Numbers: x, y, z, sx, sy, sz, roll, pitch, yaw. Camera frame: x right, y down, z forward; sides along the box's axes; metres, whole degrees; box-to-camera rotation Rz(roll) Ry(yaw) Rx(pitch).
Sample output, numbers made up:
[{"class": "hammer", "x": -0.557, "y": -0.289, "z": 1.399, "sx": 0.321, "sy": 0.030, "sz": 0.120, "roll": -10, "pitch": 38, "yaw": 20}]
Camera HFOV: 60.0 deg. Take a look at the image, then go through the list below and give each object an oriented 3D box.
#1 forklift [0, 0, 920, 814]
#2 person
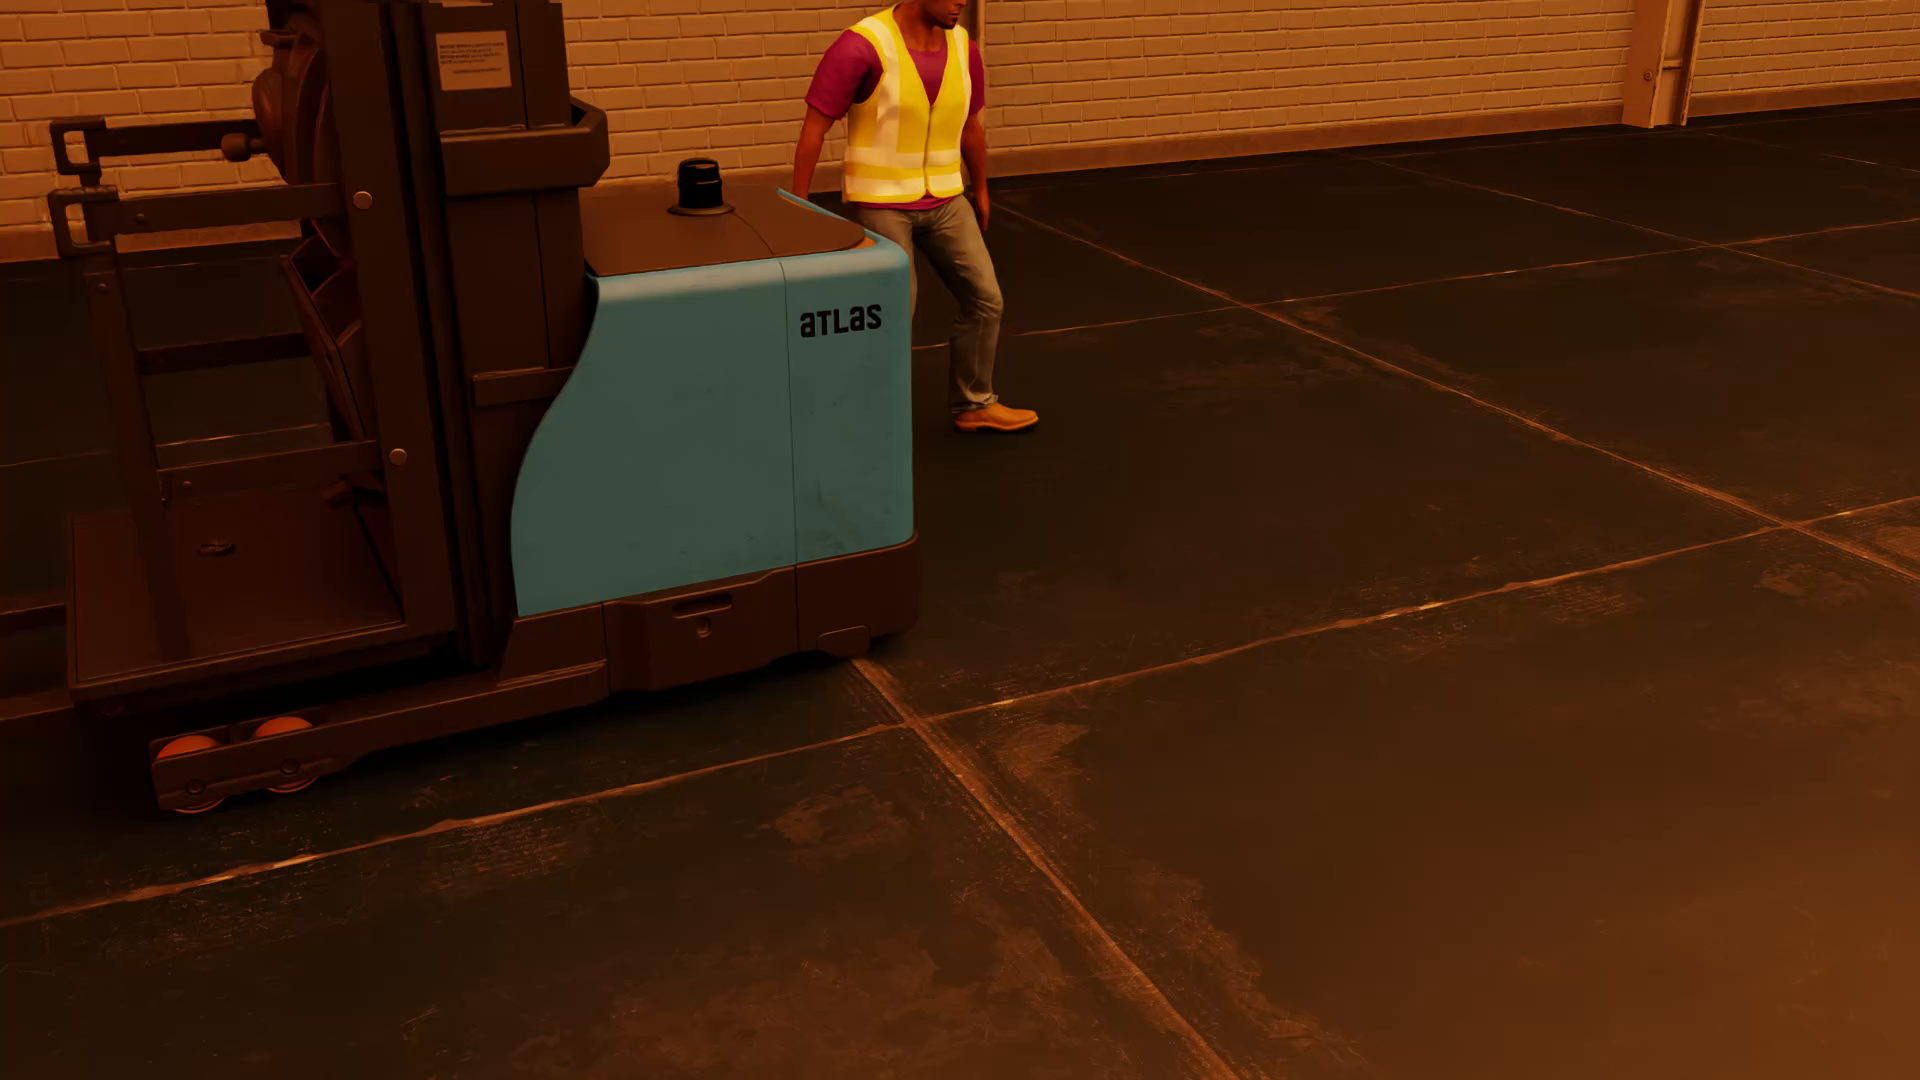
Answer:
[{"class": "forklift", "x": -1.660, "y": -0.983, "z": 3.653, "sx": 3.031, "sy": 2.935, "sz": 1.130, "roll": -11, "pitch": 25, "yaw": -24}, {"class": "person", "x": -0.147, "y": -1.141, "z": 5.616, "sx": 0.889, "sy": 1.733, "sz": 0.468, "roll": -15, "pitch": 27, "yaw": -32}]
